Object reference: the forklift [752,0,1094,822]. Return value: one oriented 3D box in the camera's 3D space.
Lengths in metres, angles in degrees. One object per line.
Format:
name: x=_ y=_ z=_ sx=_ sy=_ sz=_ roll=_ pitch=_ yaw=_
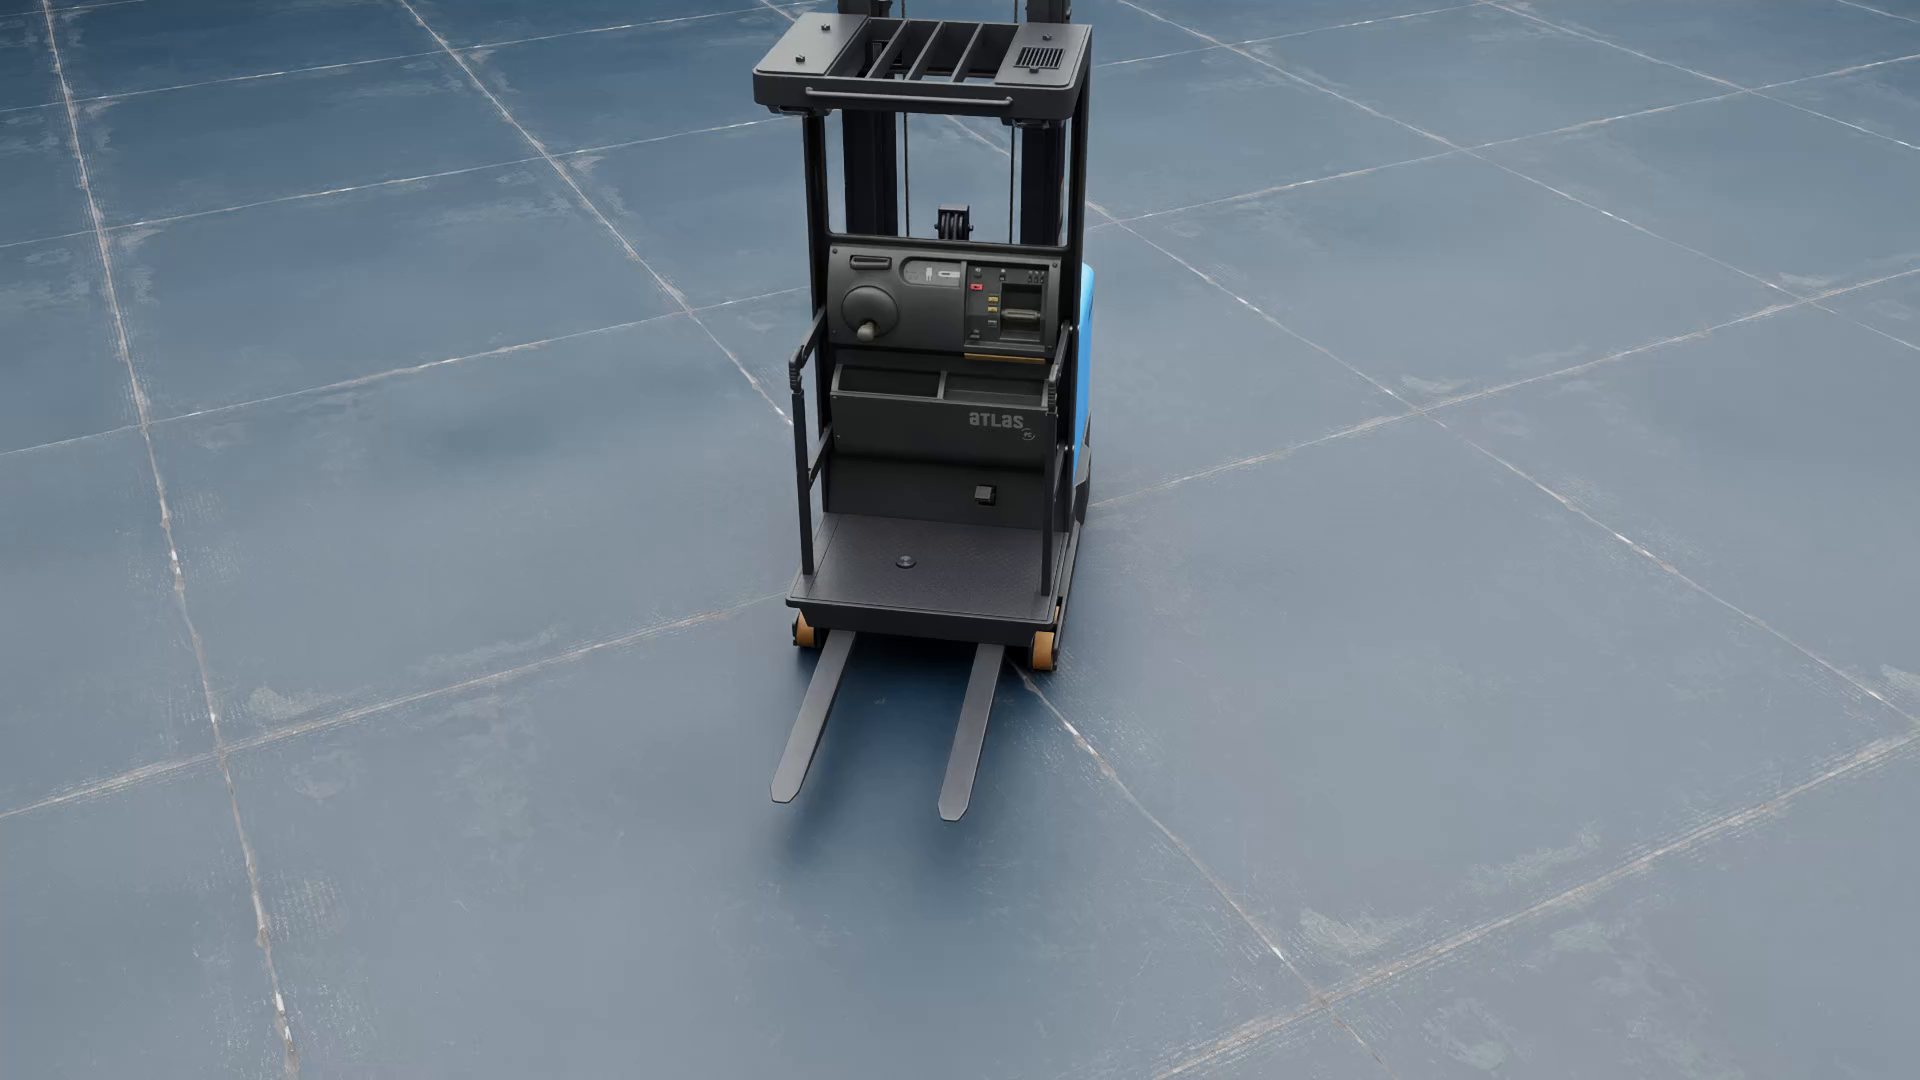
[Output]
forklift: x=-0.099 y=-0.900 z=6.438 sx=1.130 sy=2.935 sz=3.031 roll=5 pitch=33 yaw=8
